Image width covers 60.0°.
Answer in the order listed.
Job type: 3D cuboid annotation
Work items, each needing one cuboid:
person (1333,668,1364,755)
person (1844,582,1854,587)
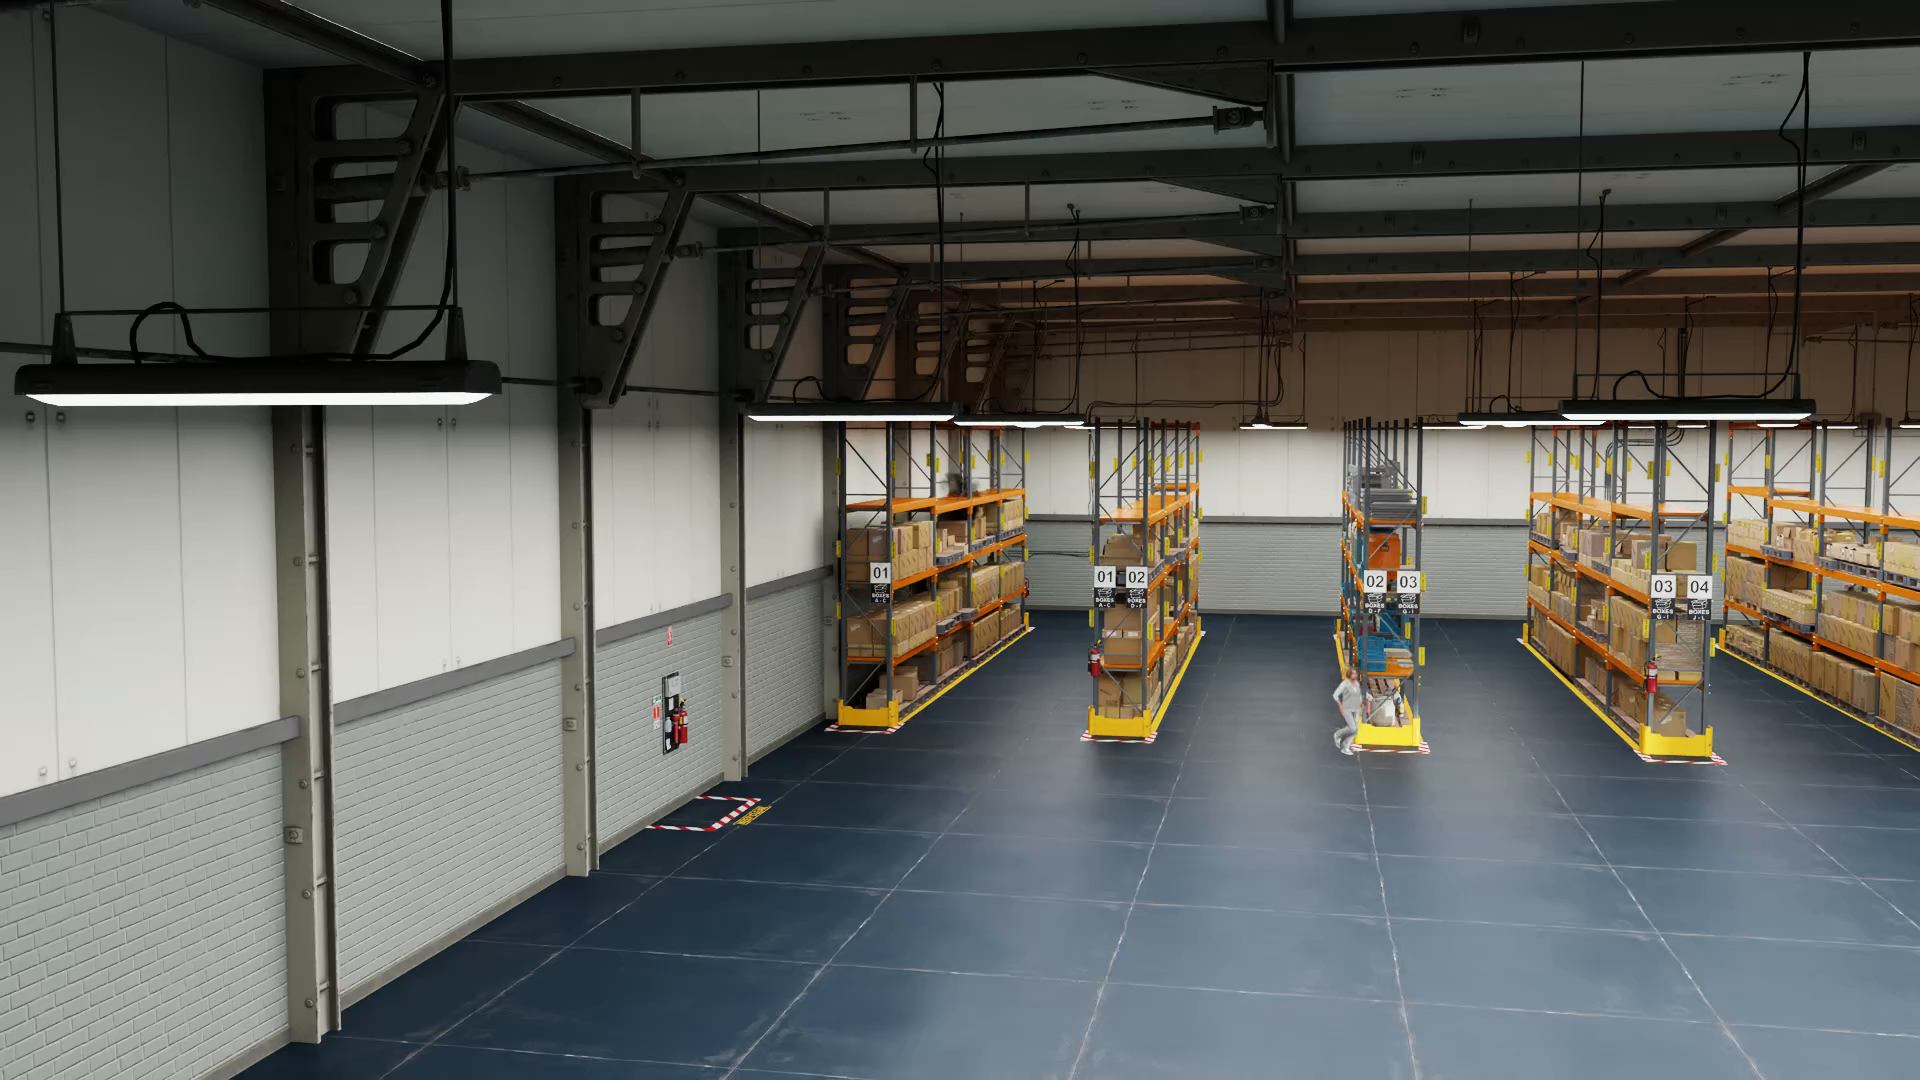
[{"bbox_3d":[6.928,3.048,29.504,0.524,1.530,0.531,-2,4,-28],"label":"person"},{"bbox_3d":[23.810,1.544,44.590,0.334,0.894,0.438,1,4,11],"label":"person"}]
